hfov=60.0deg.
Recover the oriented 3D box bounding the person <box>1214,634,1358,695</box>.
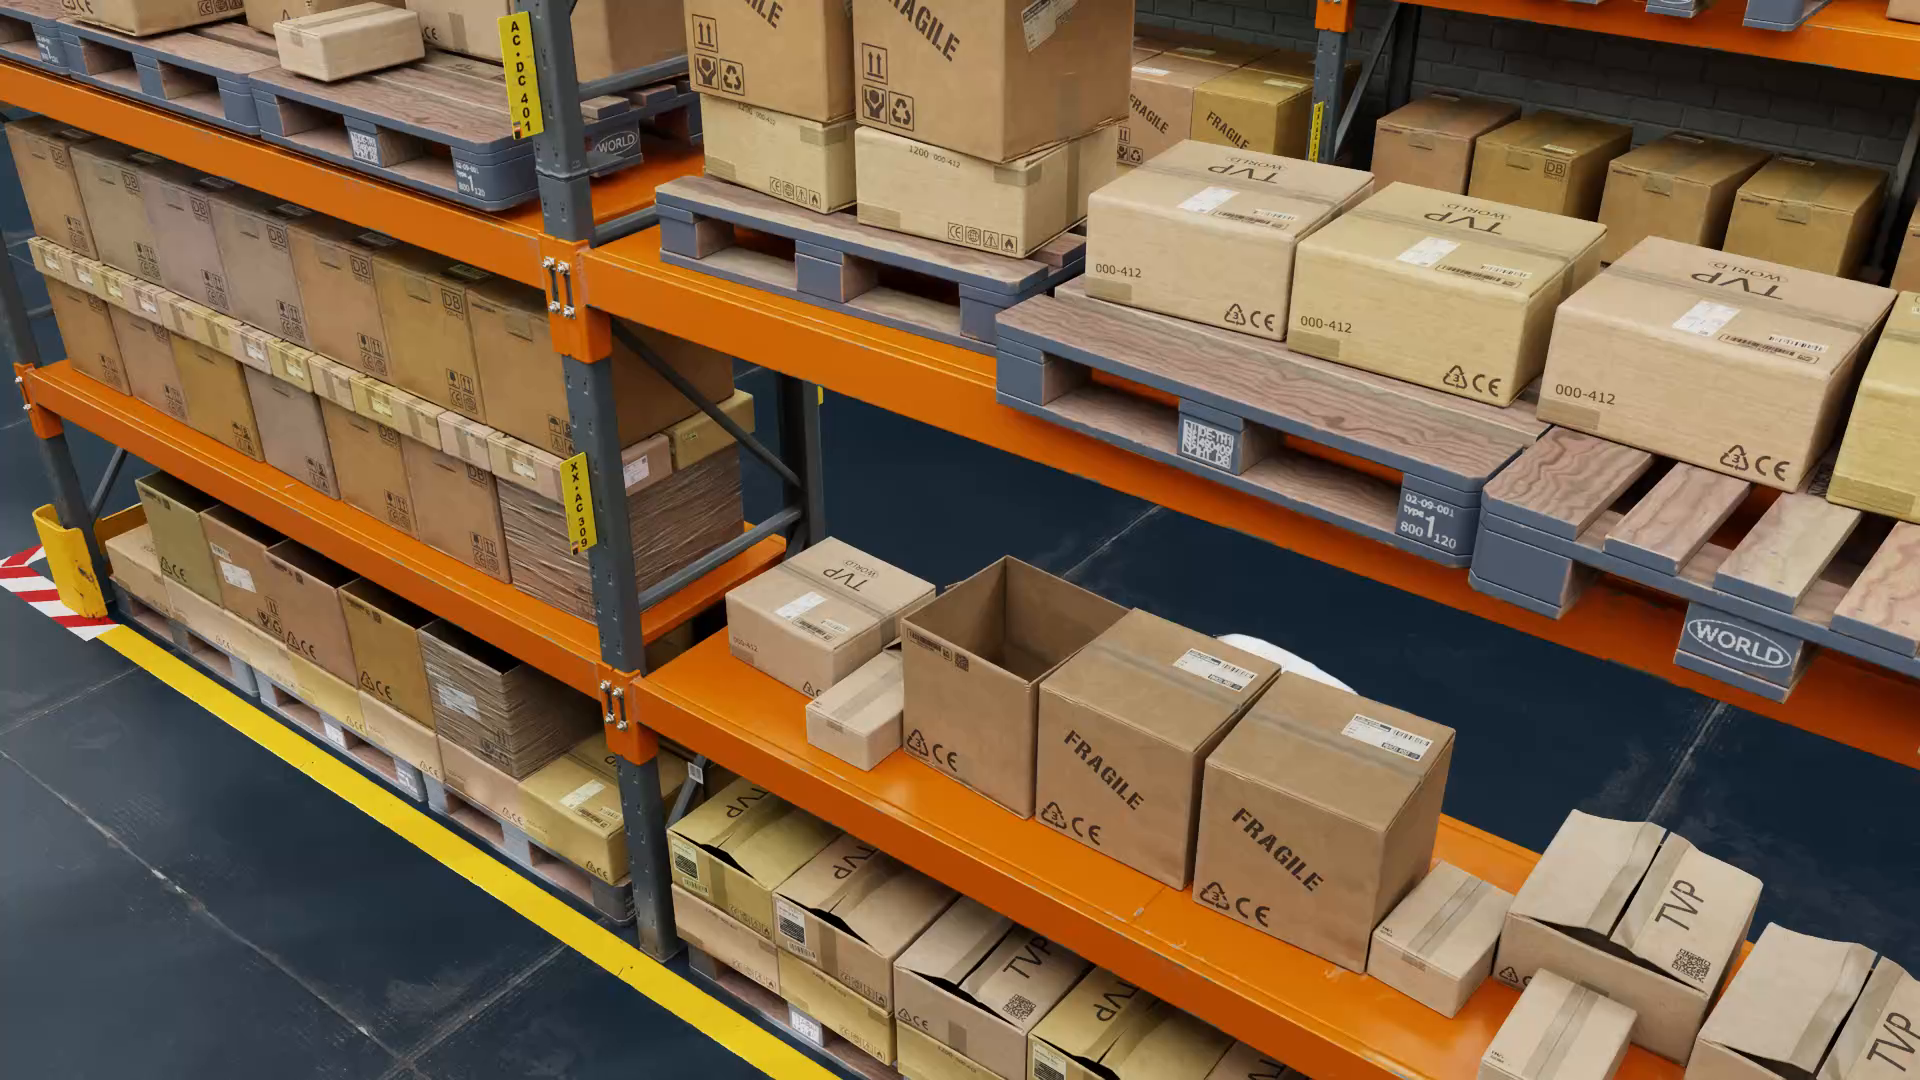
[{"bbox_3d":[1.312,0.859,6.573,1.003,0.873,0.504,20,36,30],"label":"person"}]
